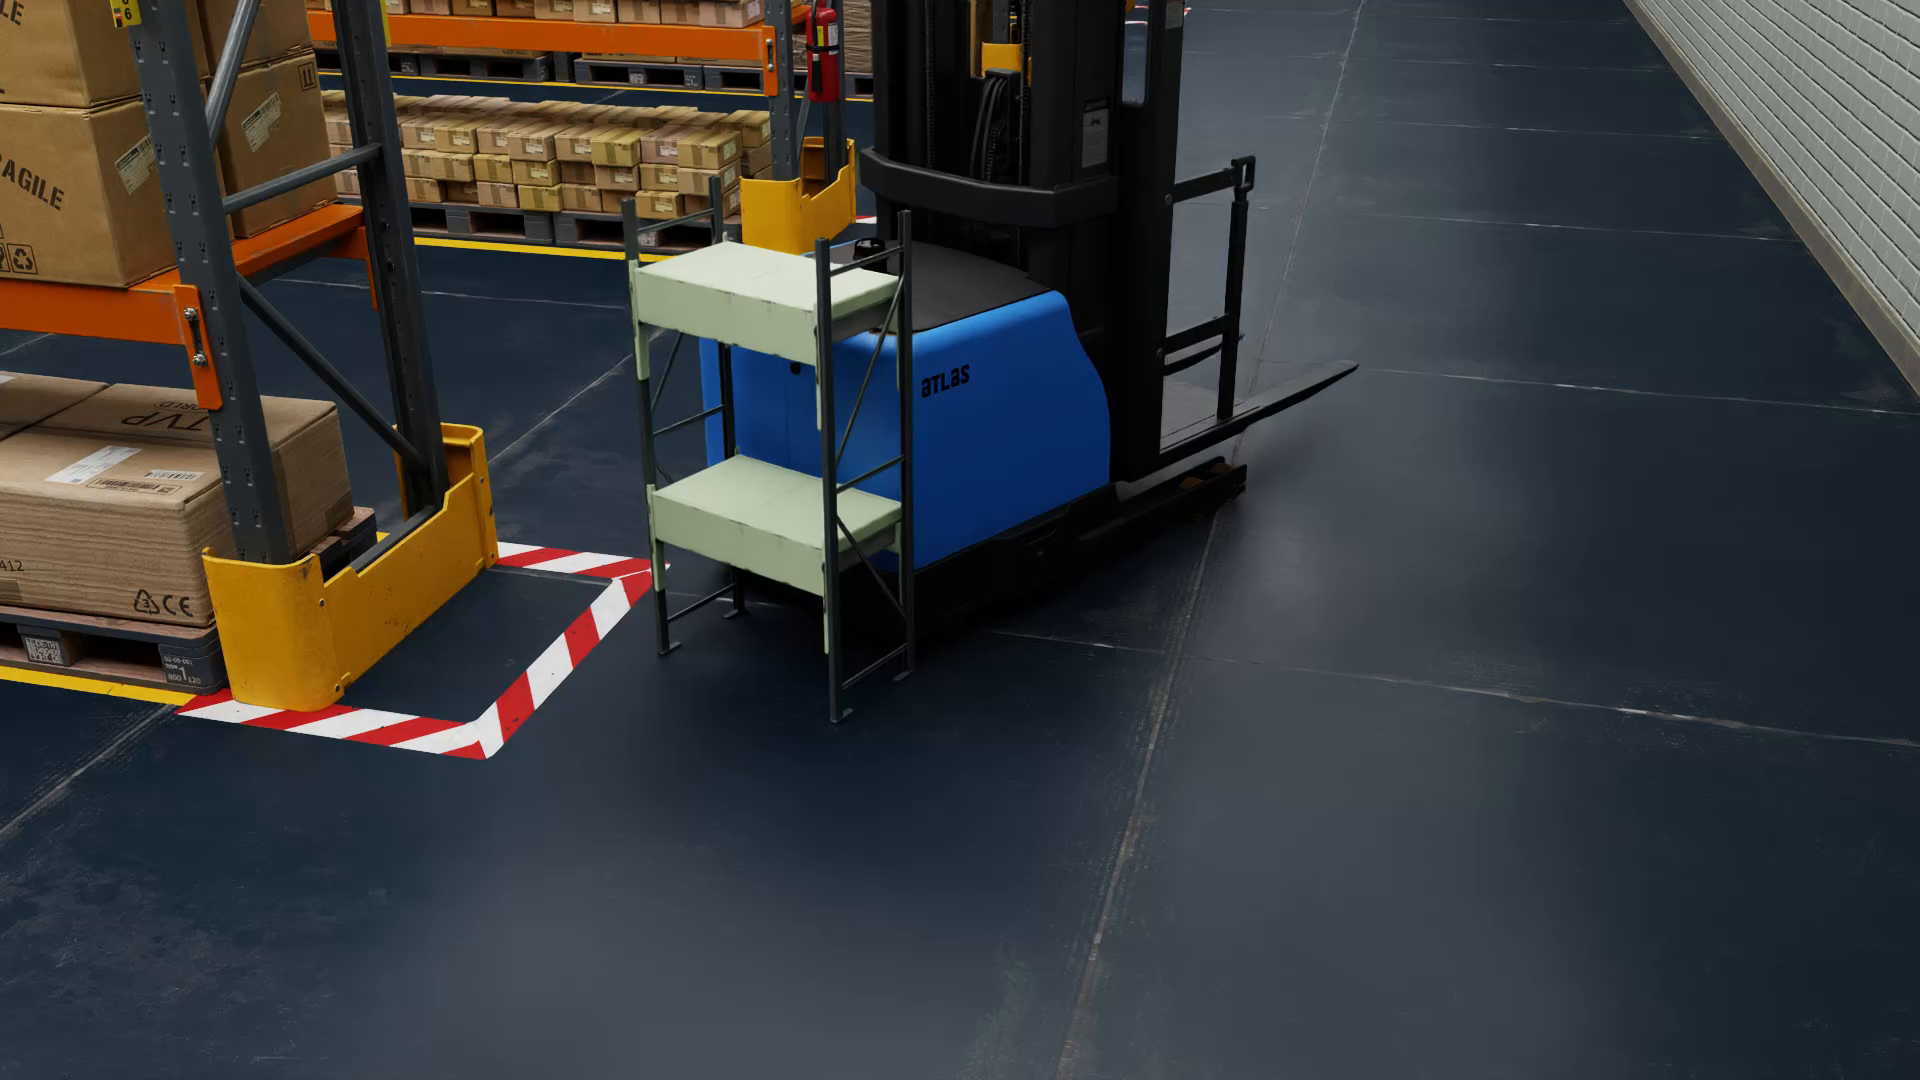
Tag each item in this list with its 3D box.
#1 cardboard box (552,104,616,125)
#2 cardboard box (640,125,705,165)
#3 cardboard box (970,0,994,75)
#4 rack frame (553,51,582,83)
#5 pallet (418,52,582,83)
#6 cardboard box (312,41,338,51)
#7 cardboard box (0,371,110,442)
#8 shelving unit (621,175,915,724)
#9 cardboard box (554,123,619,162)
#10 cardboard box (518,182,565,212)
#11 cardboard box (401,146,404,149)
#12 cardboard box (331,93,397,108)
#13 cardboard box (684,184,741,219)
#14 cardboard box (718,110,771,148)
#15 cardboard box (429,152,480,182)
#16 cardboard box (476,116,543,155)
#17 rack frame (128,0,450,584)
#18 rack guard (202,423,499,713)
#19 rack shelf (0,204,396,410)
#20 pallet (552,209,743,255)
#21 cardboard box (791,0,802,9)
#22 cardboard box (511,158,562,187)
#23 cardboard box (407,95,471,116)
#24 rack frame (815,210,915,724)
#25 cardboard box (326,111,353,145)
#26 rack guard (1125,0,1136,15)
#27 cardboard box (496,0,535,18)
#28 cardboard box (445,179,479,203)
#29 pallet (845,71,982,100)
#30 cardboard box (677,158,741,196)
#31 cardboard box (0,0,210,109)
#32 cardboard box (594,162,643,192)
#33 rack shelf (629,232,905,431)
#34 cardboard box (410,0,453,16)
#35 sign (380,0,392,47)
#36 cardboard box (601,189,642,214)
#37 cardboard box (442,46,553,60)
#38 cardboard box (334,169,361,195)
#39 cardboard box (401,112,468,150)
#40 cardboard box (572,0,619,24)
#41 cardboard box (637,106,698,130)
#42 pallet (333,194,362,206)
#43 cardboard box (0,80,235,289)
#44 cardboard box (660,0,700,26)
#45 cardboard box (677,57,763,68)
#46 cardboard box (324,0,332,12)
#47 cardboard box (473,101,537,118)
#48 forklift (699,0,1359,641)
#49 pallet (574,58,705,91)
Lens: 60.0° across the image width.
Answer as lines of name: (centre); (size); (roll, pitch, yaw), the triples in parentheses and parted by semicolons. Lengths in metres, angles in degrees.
cardboard box: (-2.336, -2.605, 10.369); (0.250, 0.149, 0.380); (7, 26, 15)
cardboard box: (-1.682, -2.324, 9.779); (0.250, 0.149, 0.380); (7, 26, 14)
cardboard box: (-0.183, -4.471, 14.135); (0.875, 0.875, 0.875); (6, 26, 13)
rack frame: (-3.418, -5.634, 14.594); (0.127, 3.000, 1.000); (6, 26, 13)
pallet: (-4.184, -4.426, 15.301); (1.213, 0.211, 1.003); (6, 26, 13)
cardboard box: (-5.767, -5.111, 15.479); (0.875, 0.875, 1.225); (6, 26, 13)
cardboard box: (-3.564, -0.236, 5.748); (0.875, 0.438, 0.875); (7, 26, 14)
shelving unit: (-0.565, -0.281, 5.090); (0.755, 1.500, 0.431); (17, 30, 32)
cardboard box: (-2.199, -2.353, 9.839); (0.250, 0.149, 0.380); (5, 26, 11)
cardboard box: (-2.452, -2.095, 9.989); (0.250, 0.149, 0.380); (5, 26, 11)
cardboard box: (-3.446, -2.374, 10.229); (0.250, 0.149, 0.380); (8, 26, 15)
cardboard box: (-3.841, -2.786, 10.749); (0.250, 0.149, 0.380); (6, 26, 13)
cardboard box: (-1.438, -2.023, 9.838); (0.250, 0.149, 0.380); (7, 26, 14)
cardboard box: (-1.300, -2.520, 10.189); (0.250, 0.149, 0.380); (5, 26, 11)
cardboard box: (-2.985, -2.284, 10.040); (0.250, 0.149, 0.380); (7, 26, 14)
cardboard box: (-2.701, -2.433, 10.007); (0.250, 0.149, 0.380); (5, 26, 11)
rack frame: (-2.012, -1.080, 5.029); (0.127, 3.000, 1.000); (6, 26, 13)
rack guard: (-1.988, 0.051, 5.560); (0.348, 0.500, 1.175); (6, 26, 13)
rack shelf: (-3.949, -0.969, 5.633); (4.000, 0.370, 1.077); (6, 26, 13)
pallet: (-1.728, -2.002, 10.210); (1.213, 0.211, 1.003); (6, 26, 13)
cardboard box: (-1.109, -3.209, 9.793); (0.250, 0.149, 0.380); (6, 26, 13)
cardboard box: (-2.467, -2.231, 9.928); (0.250, 0.149, 0.380); (7, 26, 14)
cardboard box: (-3.324, -2.736, 10.642); (0.250, 0.149, 0.380); (5, 26, 10)
rack frame: (-0.267, -0.189, 4.898); (0.023, 1.500, 0.400); (17, 30, 32)
cardboard box: (-3.701, -2.548, 10.249); (0.250, 0.149, 0.380); (6, 26, 12)
rack guard: (1.716, -6.142, 18.569); (0.348, 0.500, 1.175); (6, 26, 13)
cardboard box: (-2.489, -3.130, 9.627); (0.250, 0.149, 0.380); (5, 26, 11)
cardboard box: (-2.938, -2.191, 10.191); (0.250, 0.149, 0.380); (7, 26, 14)
pallet: (-0.337, -3.999, 14.405); (1.213, 0.211, 1.003); (6, 26, 13)
cardboard box: (-1.459, -2.126, 9.708); (0.250, 0.149, 0.380); (6, 26, 12)
cardboard box: (-2.538, -1.529, 4.692); (0.500, 0.500, 0.500); (7, 26, 15)
cardboard box: (-1.963, -2.181, 9.823); (0.250, 0.149, 0.380); (5, 26, 11)
rack shelf: (-0.563, -0.634, 4.925); (0.720, 0.370, 0.431); (17, 30, 32)
cardboard box: (-2.999, -3.170, 9.710); (0.250, 0.149, 0.380); (7, 26, 15)
sign: (-1.868, -1.737, 5.309); (0.005, 0.325, 0.100); (6, 26, 13)
cardboard box: (-1.947, -2.073, 9.942); (0.250, 0.149, 0.380); (6, 26, 13)
cardboard box: (-4.042, -4.924, 15.087); (0.875, 0.875, 1.225); (6, 26, 13)
cardboard box: (-3.708, -2.269, 10.355); (0.250, 0.149, 0.380); (6, 26, 12)
cardboard box: (-3.191, -2.492, 10.131); (0.250, 0.149, 0.380); (5, 26, 11)
cardboard box: (-1.994, -3.036, 9.429); (0.250, 0.149, 0.380); (7, 26, 14)
cardboard box: (-1.809, -2.580, 10.315); (0.250, 0.149, 0.380); (6, 26, 13)
pallet: (-4.091, -2.263, 10.759); (1.213, 0.211, 1.003); (6, 26, 13)
cardboard box: (-2.545, -1.066, 4.884); (0.500, 0.500, 0.500); (6, 26, 13)
cardboard box: (-1.494, -2.997, 9.349); (0.250, 0.149, 0.380); (6, 26, 13)
cardboard box: (-1.927, -4.664, 14.539); (0.875, 0.875, 0.875); (6, 26, 13)
cardboard box: (-3.528, -3.210, 9.796); (0.250, 0.149, 0.380); (7, 26, 14)
cardboard box: (-2.846, -2.640, 10.441); (0.250, 0.149, 0.380); (6, 26, 13)
forklift: (0.481, -1.536, 6.066); (1.130, 2.935, 3.031); (23, 33, 39)
pallet: (-2.701, -4.261, 14.954); (1.213, 0.211, 1.003); (6, 26, 13)
